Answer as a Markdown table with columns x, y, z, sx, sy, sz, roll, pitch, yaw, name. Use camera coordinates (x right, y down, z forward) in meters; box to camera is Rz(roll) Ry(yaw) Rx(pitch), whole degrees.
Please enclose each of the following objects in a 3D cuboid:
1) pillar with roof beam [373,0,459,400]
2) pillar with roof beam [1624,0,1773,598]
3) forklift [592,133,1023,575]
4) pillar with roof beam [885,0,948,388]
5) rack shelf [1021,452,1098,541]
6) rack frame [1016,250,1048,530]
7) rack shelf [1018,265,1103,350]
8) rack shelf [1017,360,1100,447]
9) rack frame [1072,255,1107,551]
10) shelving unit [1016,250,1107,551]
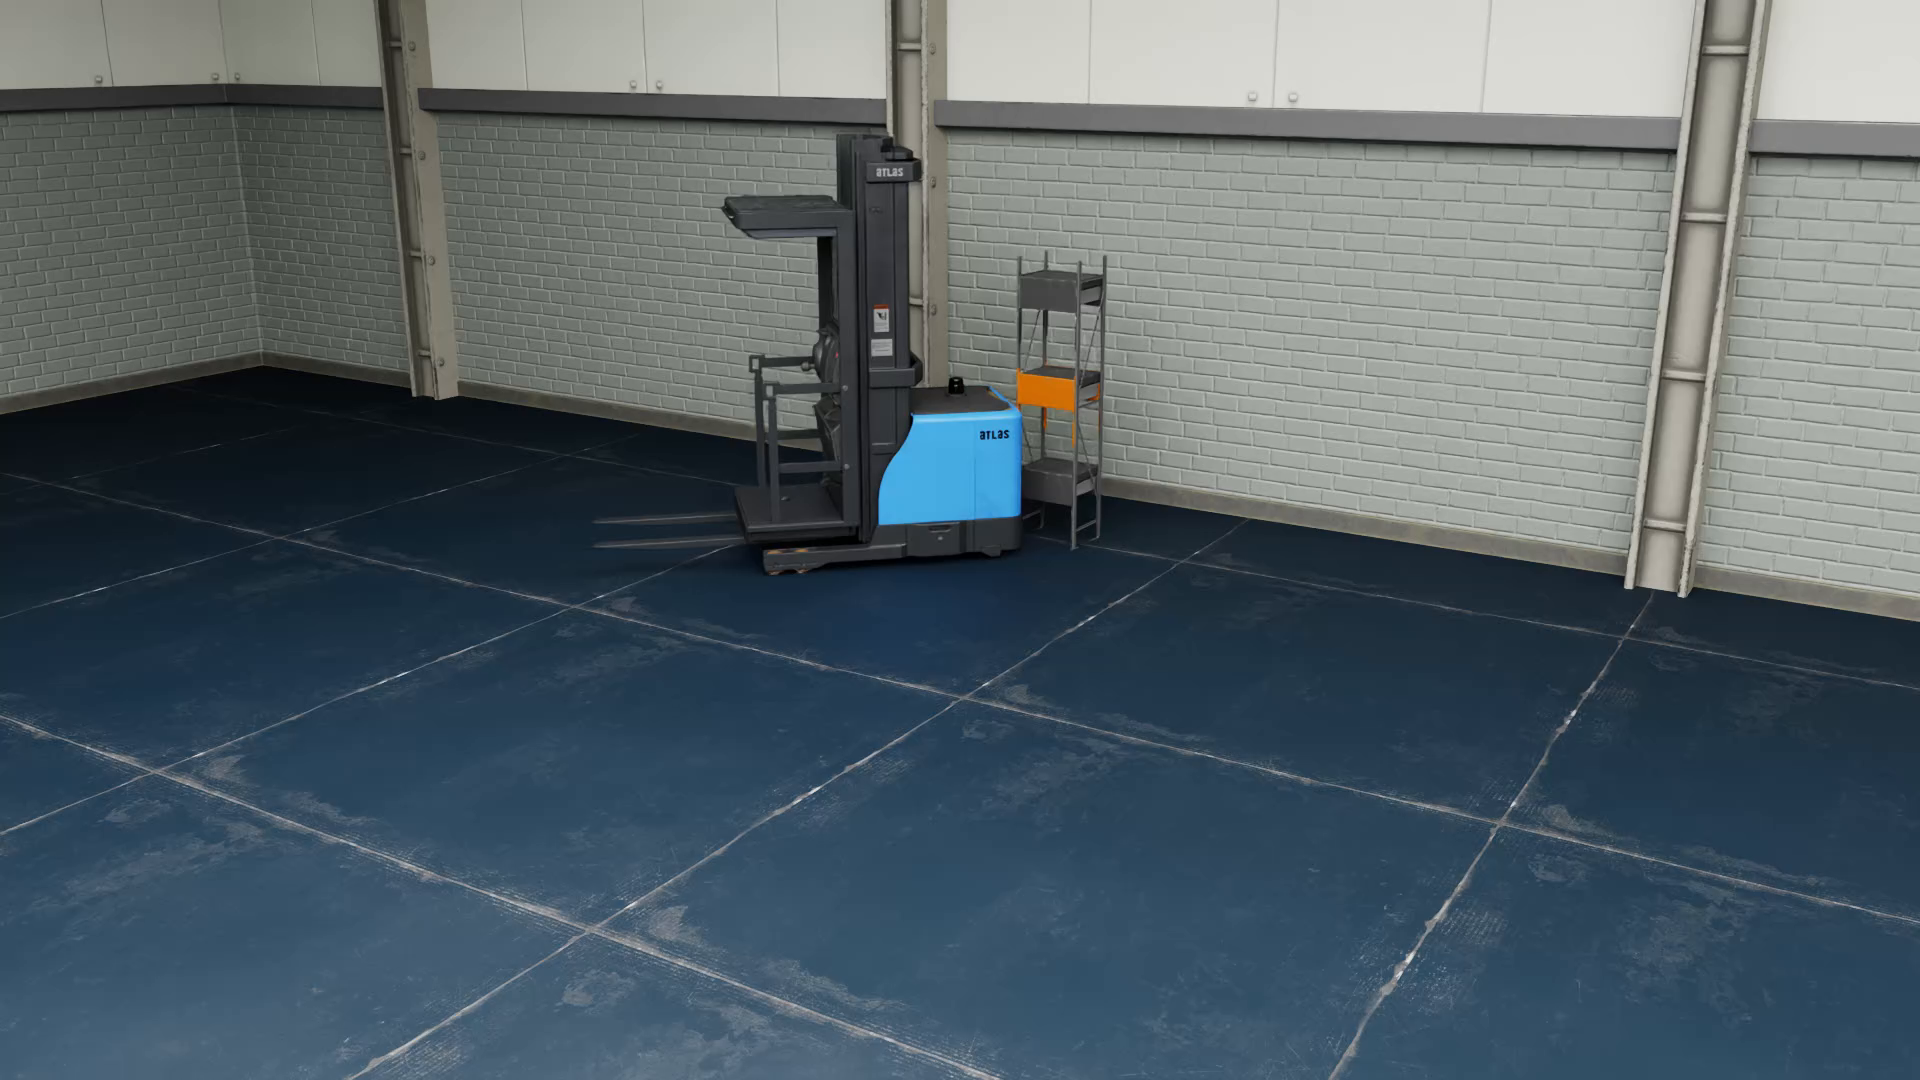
| x | y | z | sx | sy | sz | roll | pitch | yaw | name |
| --- | --- | --- | --- | --- | --- | --- | --- | --- | --- |
| -7.715 | -4.747 | 12.527 | 0.400 | 9.000 | 9.100 | 10 | 20 | 30 | pillar with roof beam |
| 2.510 | -2.922 | 6.518 | 0.400 | 9.000 | 9.100 | 10 | 20 | 30 | pillar with roof beam |
| -1.119 | -1.328 | 11.711 | 3.031 | 2.935 | 1.130 | -4 | 17 | -12 | forklift |
| -2.602 | -3.835 | 9.522 | 0.400 | 9.000 | 9.100 | 10 | 20 | 30 | pillar with roof beam |
| 0.727 | -0.330 | 12.310 | 0.480 | 0.518 | 0.431 | 11 | 20 | 32 | rack shelf |
| 0.523 | -1.052 | 12.231 | 0.015 | 2.100 | 0.400 | 11 | 20 | 32 | rack frame |
| 0.727 | -1.669 | 11.903 | 0.480 | 0.518 | 0.431 | 11 | 20 | 32 | rack shelf |
| 0.727 | -1.000 | 12.106 | 0.480 | 0.518 | 0.431 | 11 | 20 | 32 | rack shelf |
| 0.931 | -0.974 | 11.974 | 0.015 | 2.100 | 0.400 | 11 | 20 | 32 | rack frame |
| 0.727 | -1.013 | 12.102 | 0.503 | 2.100 | 0.431 | 11 | 20 | 32 | shelving unit |
